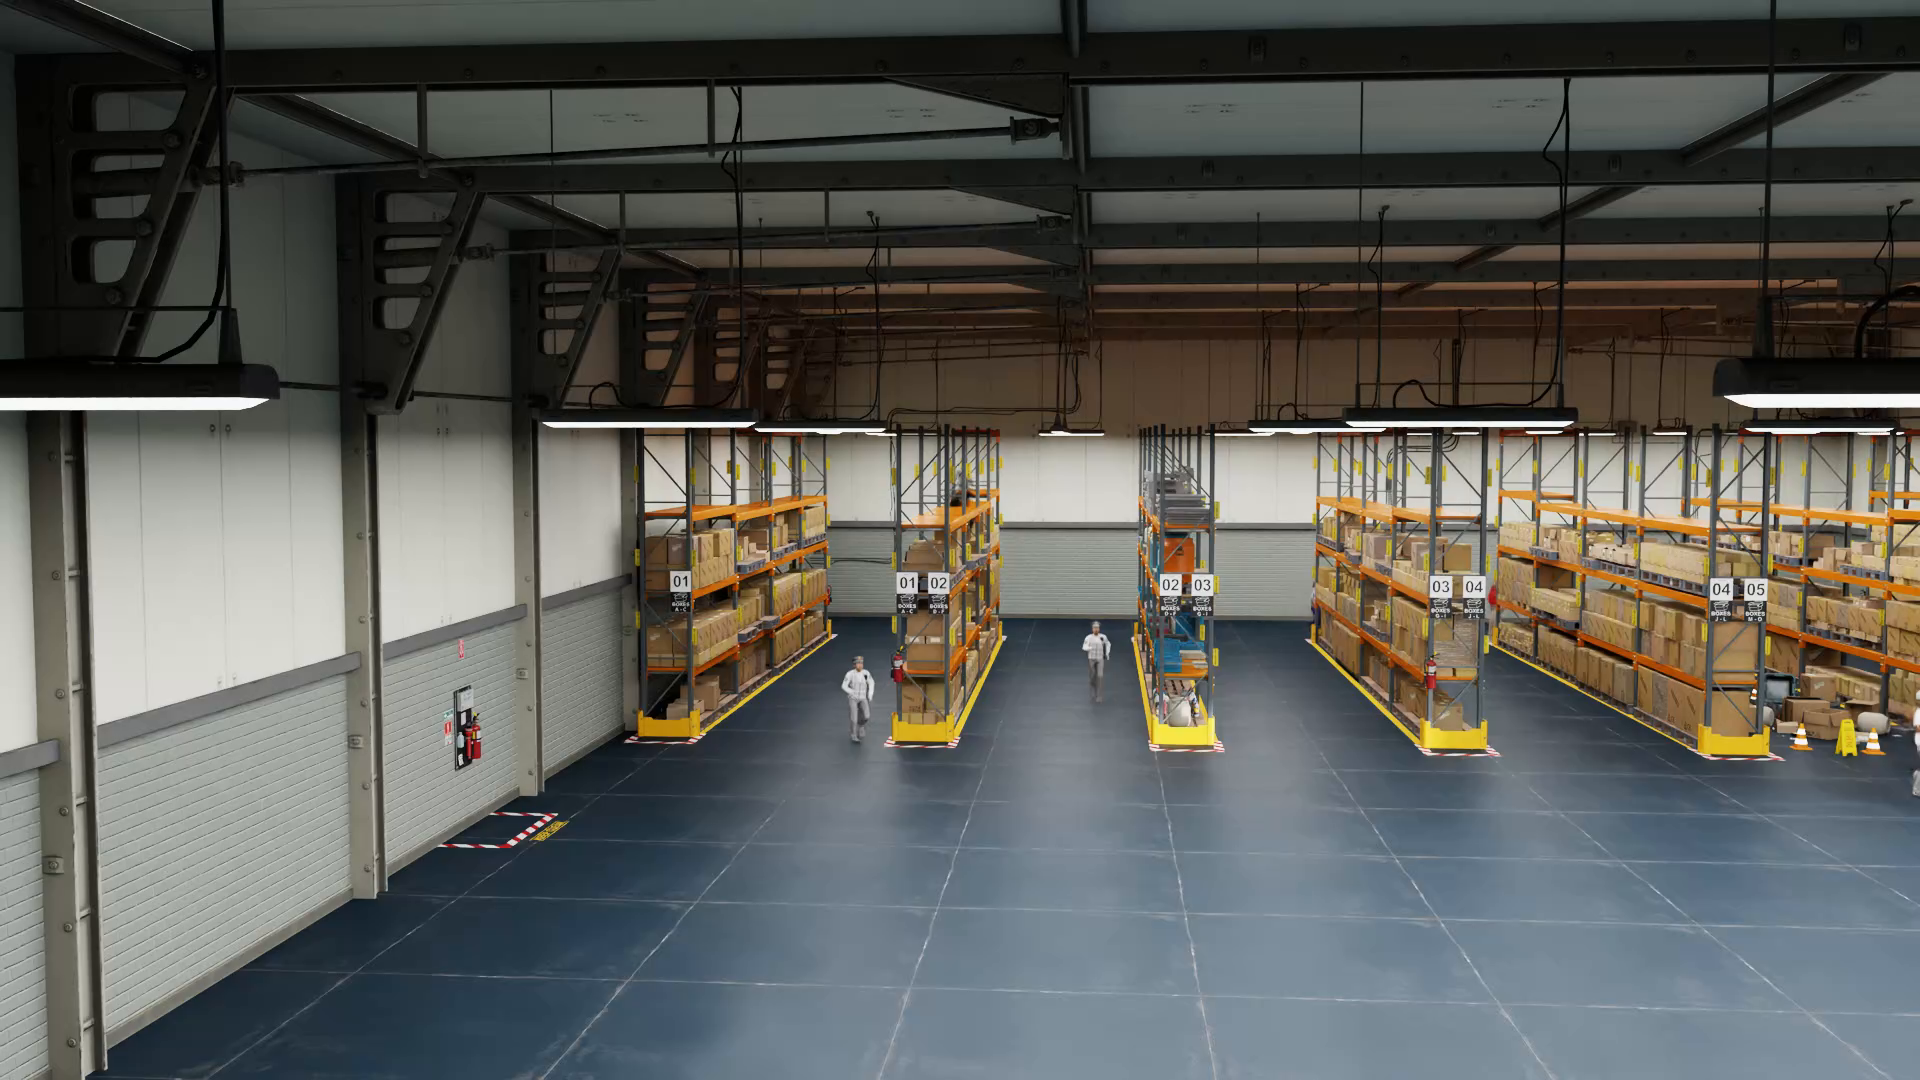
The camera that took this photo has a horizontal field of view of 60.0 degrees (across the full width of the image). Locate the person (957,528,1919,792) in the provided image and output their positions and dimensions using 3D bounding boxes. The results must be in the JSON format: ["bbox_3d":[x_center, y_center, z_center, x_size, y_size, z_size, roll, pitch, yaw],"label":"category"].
[{"bbox_3d":[7.562,1.883,31.606,5.912,3.678,18.667,-3,5,-40],"label":"person"}]

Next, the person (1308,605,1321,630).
[{"bbox_3d":[10.403,2.299,48.352,0.543,0.972,0.410,1,4,23],"label":"person"}]

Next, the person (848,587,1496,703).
[{"bbox_3d":[6.705,2.148,39.388,21.884,0.913,10.634,-1,4,-18],"label":"person"}]

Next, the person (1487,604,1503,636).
[{"bbox_3d":[15.367,2.244,47.489,0.765,0.940,0.416,-1,4,-13],"label":"person"}]

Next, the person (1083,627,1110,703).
[{"bbox_3d":[2.980,2.663,36.322,0.588,1.698,0.805,0,4,8],"label":"person"}]
